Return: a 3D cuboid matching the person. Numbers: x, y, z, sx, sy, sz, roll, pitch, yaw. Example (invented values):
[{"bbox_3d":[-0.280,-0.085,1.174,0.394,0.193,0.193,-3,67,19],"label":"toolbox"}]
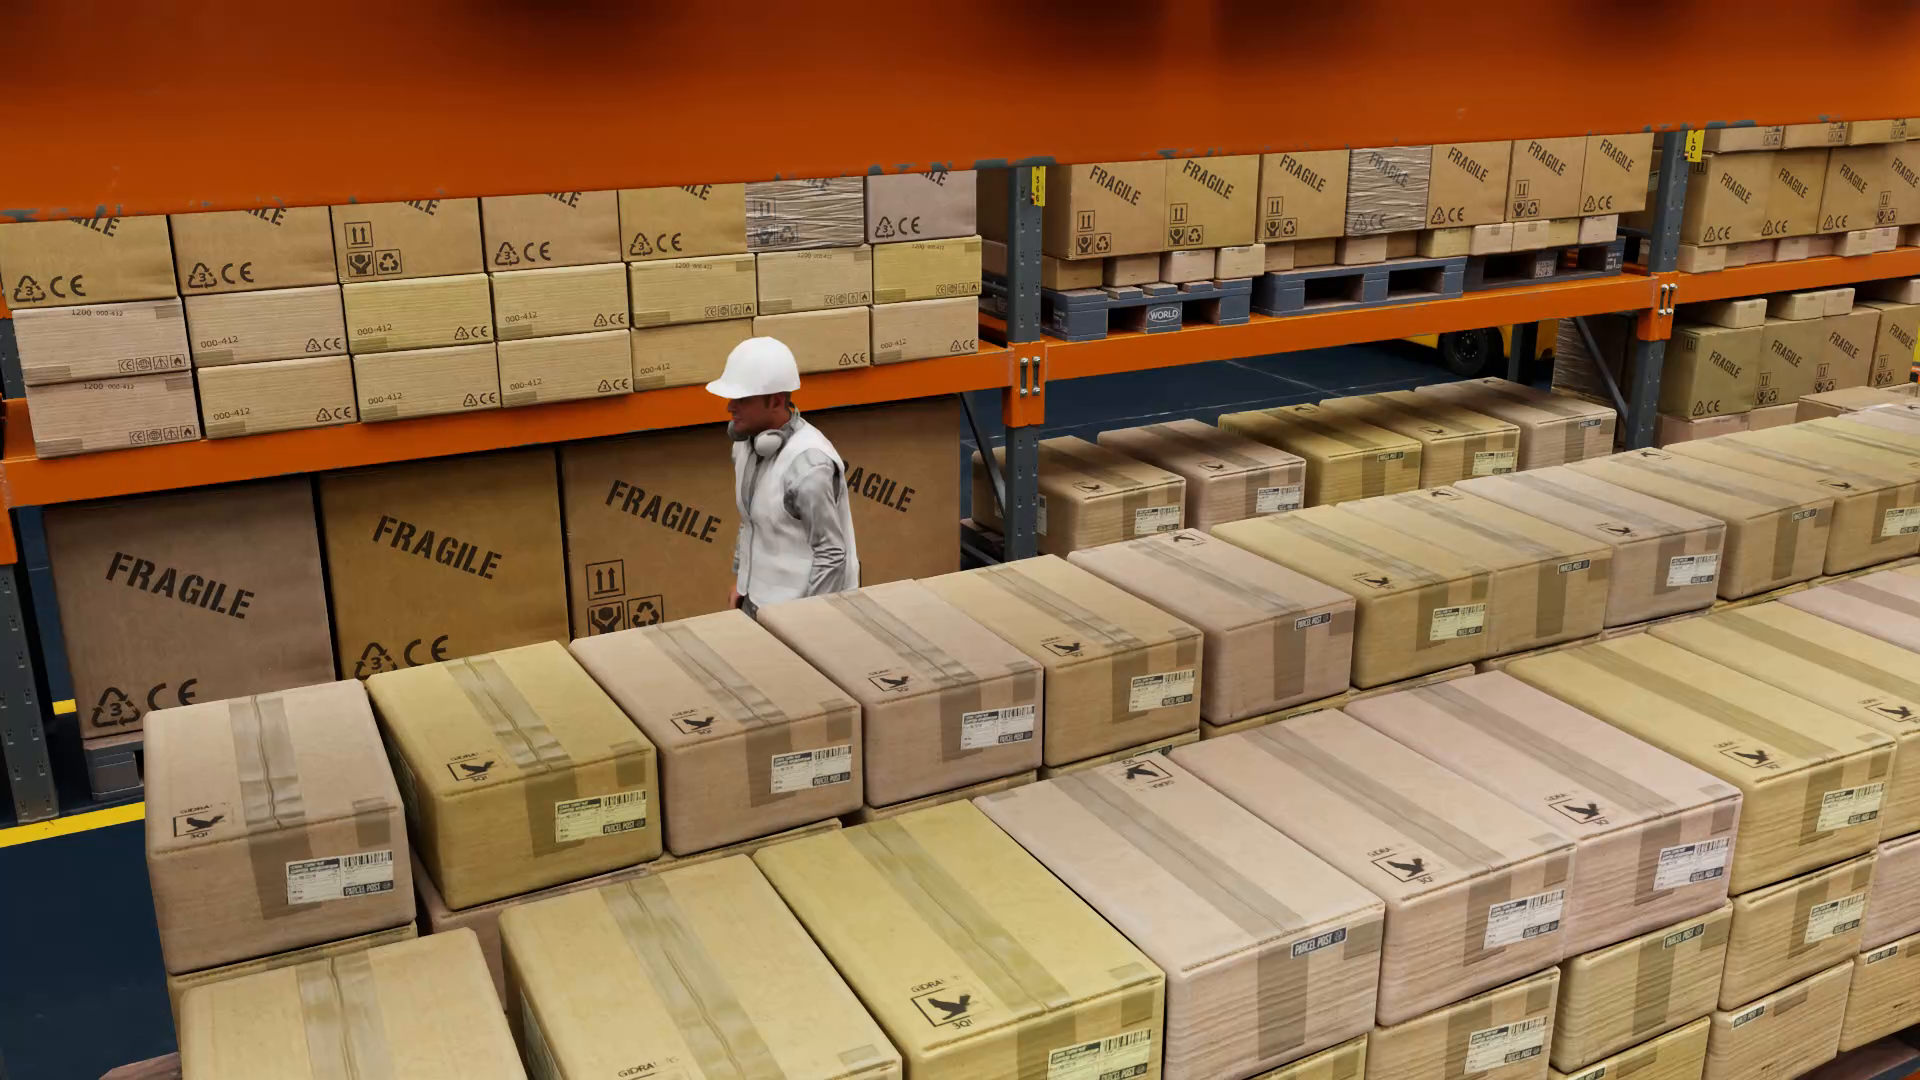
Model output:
[{"bbox_3d":[-0.573,0.210,5.385,0.465,1.770,0.590,-11,21,-30],"label":"person"}]
